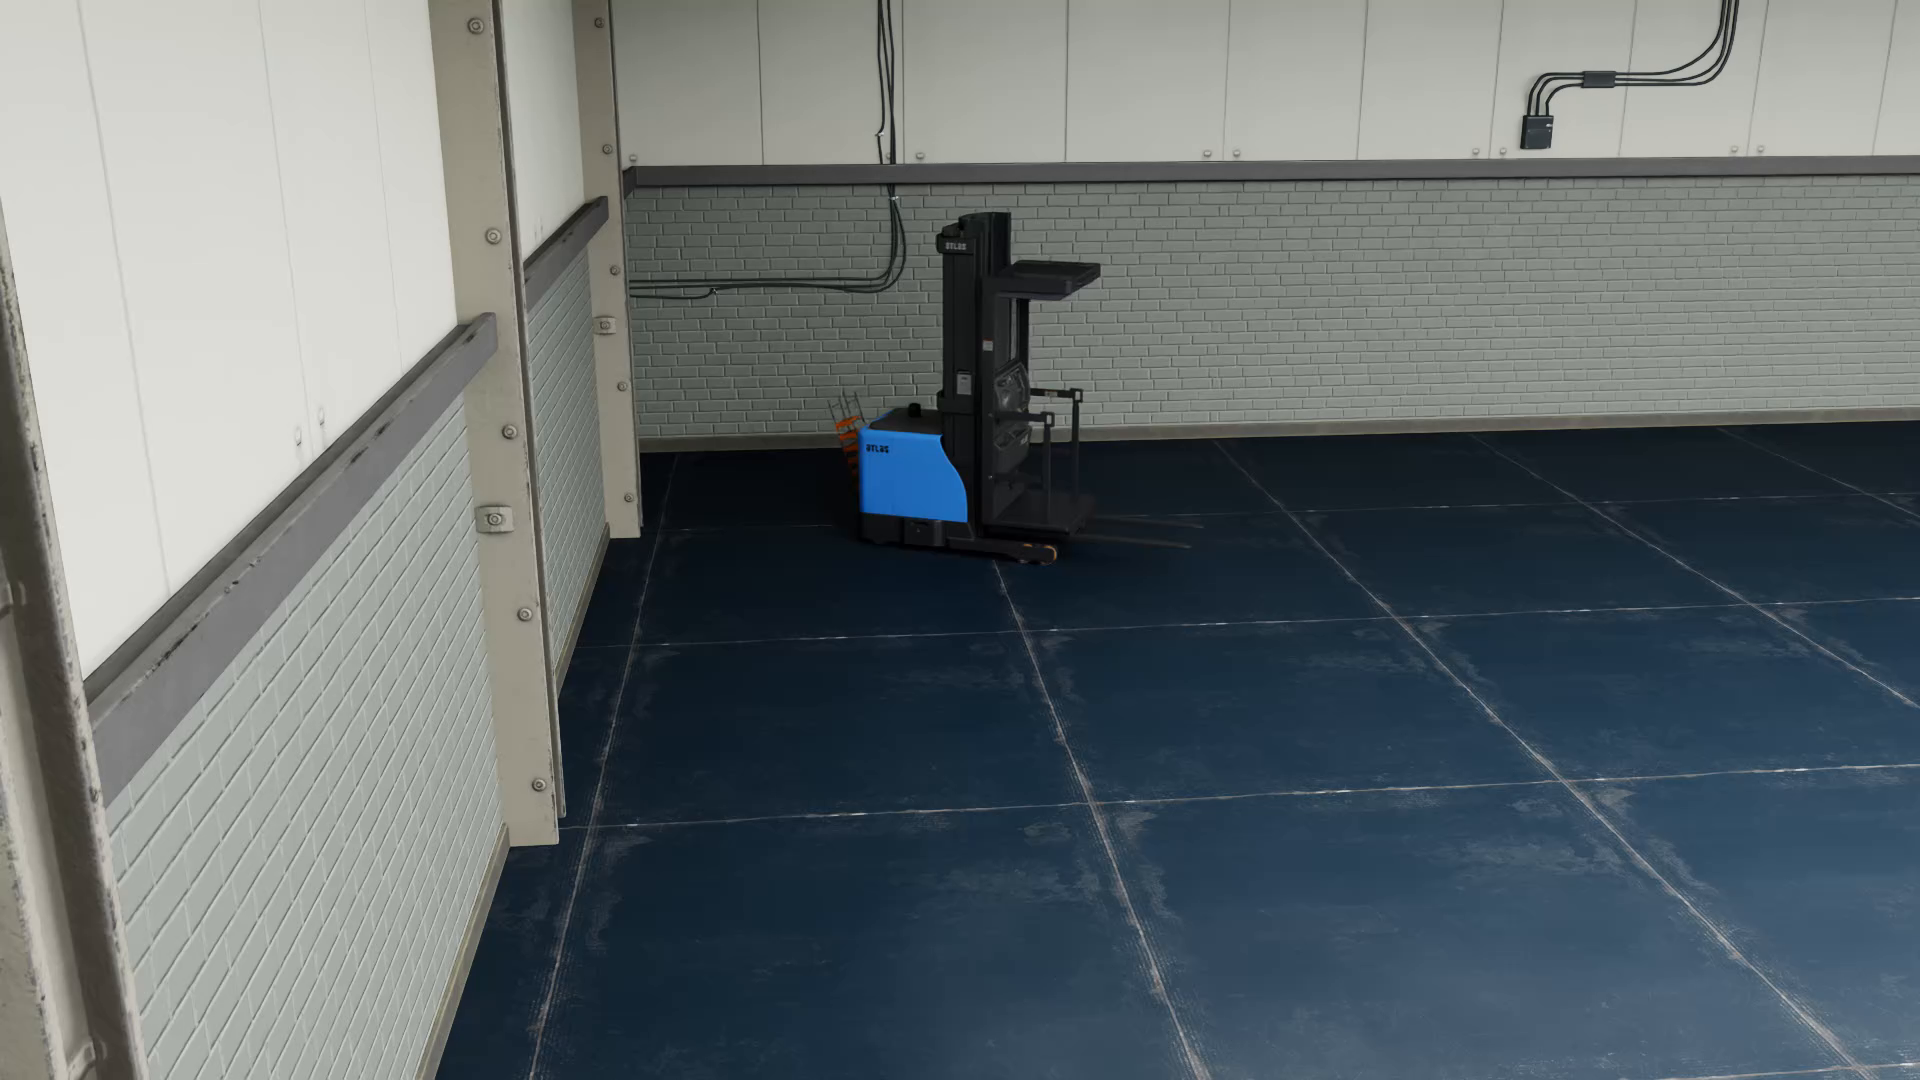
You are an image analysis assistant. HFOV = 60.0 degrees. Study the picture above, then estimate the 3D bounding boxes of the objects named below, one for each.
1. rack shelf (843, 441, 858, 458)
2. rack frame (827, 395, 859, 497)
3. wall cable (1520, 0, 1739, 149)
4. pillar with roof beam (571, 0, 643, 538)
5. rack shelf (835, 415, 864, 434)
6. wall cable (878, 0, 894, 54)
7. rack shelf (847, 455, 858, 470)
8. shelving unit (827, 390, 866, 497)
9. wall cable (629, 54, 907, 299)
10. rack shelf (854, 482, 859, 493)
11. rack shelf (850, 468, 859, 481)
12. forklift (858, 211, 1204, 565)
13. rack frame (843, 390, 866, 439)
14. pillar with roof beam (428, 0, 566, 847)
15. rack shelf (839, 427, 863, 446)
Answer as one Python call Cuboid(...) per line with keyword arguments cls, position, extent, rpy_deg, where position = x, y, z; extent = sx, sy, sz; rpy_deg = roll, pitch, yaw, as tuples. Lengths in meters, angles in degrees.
Cuboid(cls="rack shelf", position=(-0.970, -0.879, 15.809), extent=(0.180, 0.103, 0.258), rpy_deg=(-13, 11, 26))
Cuboid(cls="rack frame", position=(-1.028, -0.790, 15.862), extent=(0.006, 1.200, 0.240), rpy_deg=(-13, 11, 26))
Cuboid(cls="wall cable", position=(7.332, -7.203, 17.491), extent=(2.305, 6.003, 0.169), rpy_deg=(-2, 18, -6))
Cuboid(cls="pillar with roof beam", position=(1.158, -4.506, 14.579), extent=(9.100, 9.000, 0.400), rpy_deg=(-2, 18, -6))
Cuboid(cls="rack shelf", position=(-1.042, -1.104, 15.769), extent=(0.180, 0.103, 0.258), rpy_deg=(-13, 11, 26))
Cuboid(cls="wall cable", position=(0.579, -6.303, 17.056), extent=(3.097, 2.526, 0.112), rpy_deg=(-2, 18, -6))
Cuboid(cls="rack shelf", position=(-0.935, -0.766, 15.830), extent=(0.180, 0.103, 0.258), rpy_deg=(-13, 11, 26))
Cuboid(cls="shelving unit", position=(-0.948, -0.808, 15.822), extent=(0.189, 1.200, 0.258), rpy_deg=(-13, 11, 26))
Cuboid(cls="wall cable", position=(-2.112, -3.810, 17.546), extent=(3.097, 2.526, 0.112), rpy_deg=(-2, 18, -6))
Cuboid(cls="rack shelf", position=(-0.863, -0.541, 15.870), extent=(0.180, 0.103, 0.258), rpy_deg=(-13, 11, 26))
Cuboid(cls="rack shelf", position=(-0.899, -0.653, 15.850), extent=(0.180, 0.103, 0.258), rpy_deg=(-13, 11, 26))
Cuboid(cls="forklift", position=(0.648, -1.358, 14.684), extent=(3.031, 2.935, 1.130), rpy_deg=(6, 18, 17))
Cuboid(cls="rack frame", position=(-0.867, -0.826, 15.782), extent=(0.006, 1.200, 0.240), rpy_deg=(-13, 11, 26))
Cuboid(cls="pillar with roof beam", position=(1.777, -2.718, 8.885), extent=(9.100, 9.000, 0.400), rpy_deg=(-2, 18, -6))
Cuboid(cls="rack shelf", position=(-1.006, -0.992, 15.789), extent=(0.180, 0.103, 0.258), rpy_deg=(-13, 11, 26))
